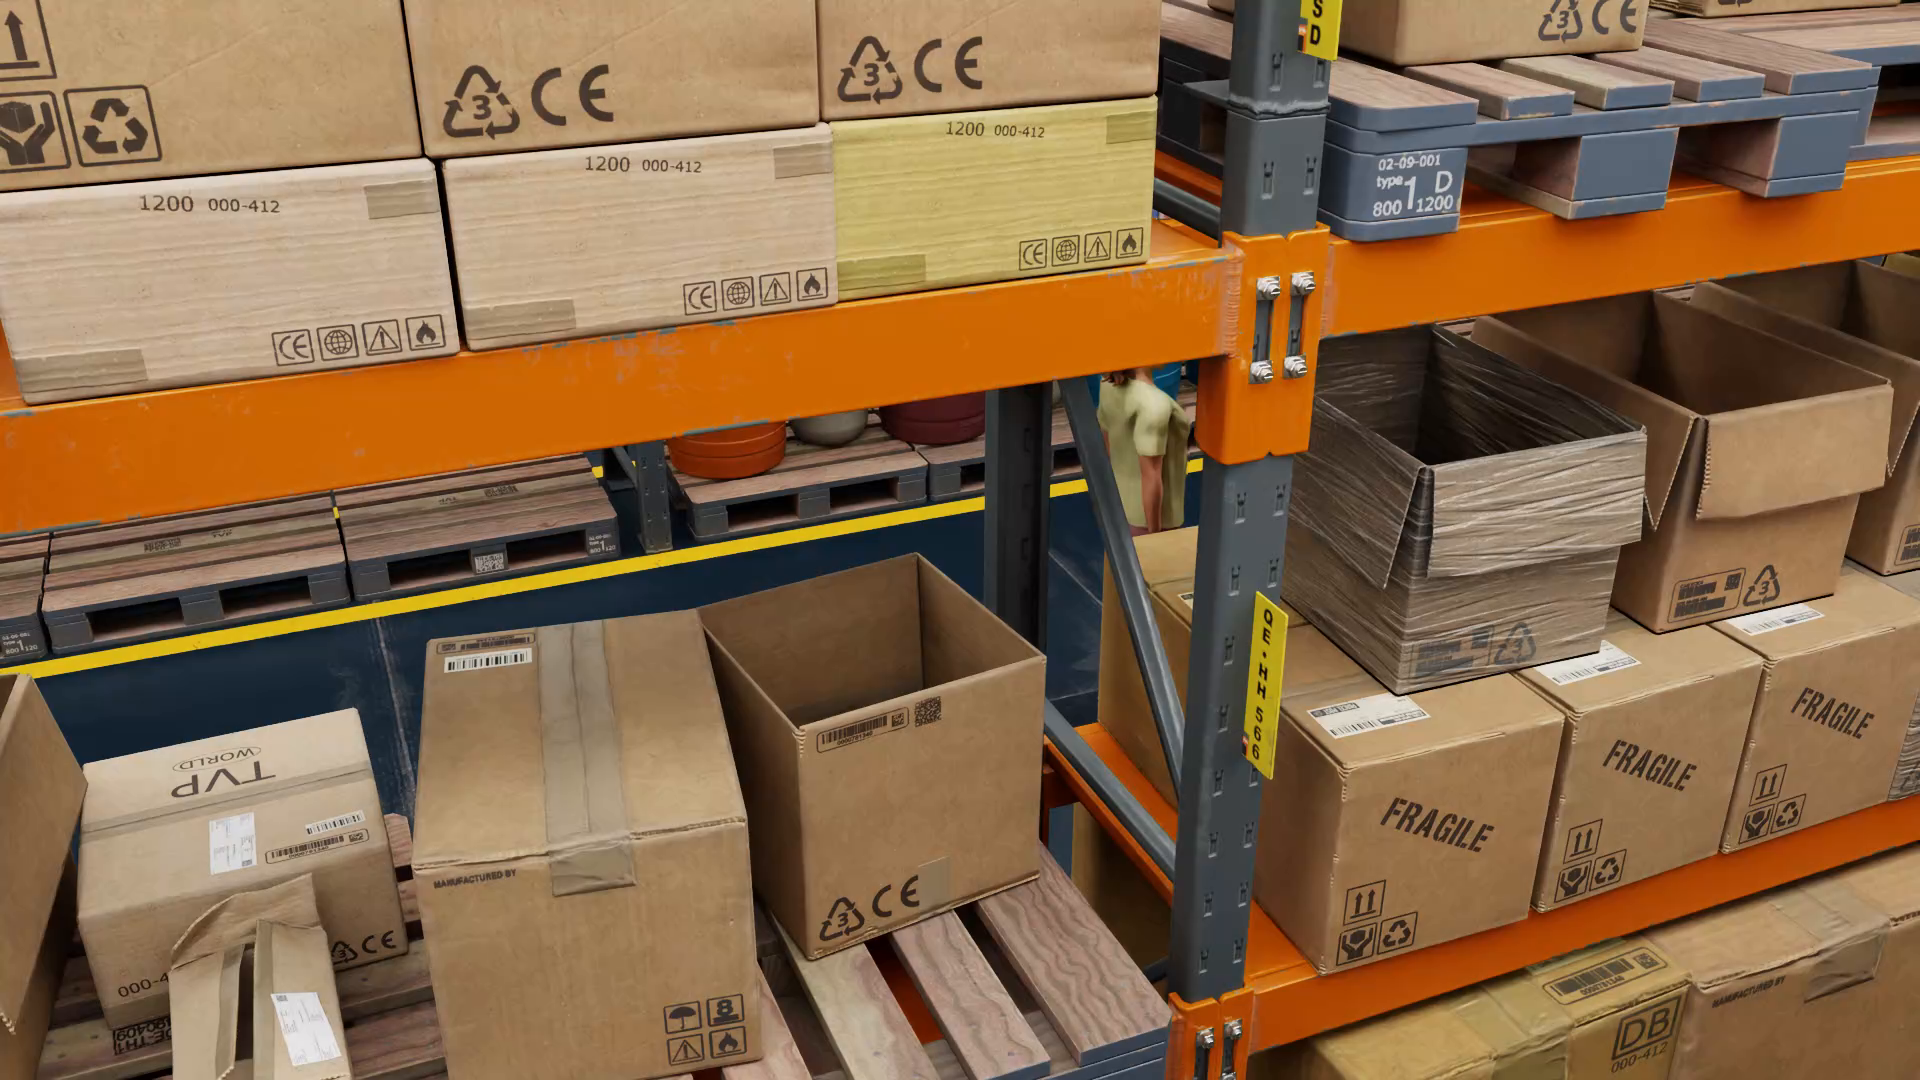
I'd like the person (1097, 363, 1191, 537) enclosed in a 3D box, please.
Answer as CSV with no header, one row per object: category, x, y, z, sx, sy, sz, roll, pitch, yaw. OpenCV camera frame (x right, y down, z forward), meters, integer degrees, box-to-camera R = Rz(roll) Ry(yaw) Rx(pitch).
person,0.704,-0.085,6.264,0.433,1.684,0.451,-10,28,-20
